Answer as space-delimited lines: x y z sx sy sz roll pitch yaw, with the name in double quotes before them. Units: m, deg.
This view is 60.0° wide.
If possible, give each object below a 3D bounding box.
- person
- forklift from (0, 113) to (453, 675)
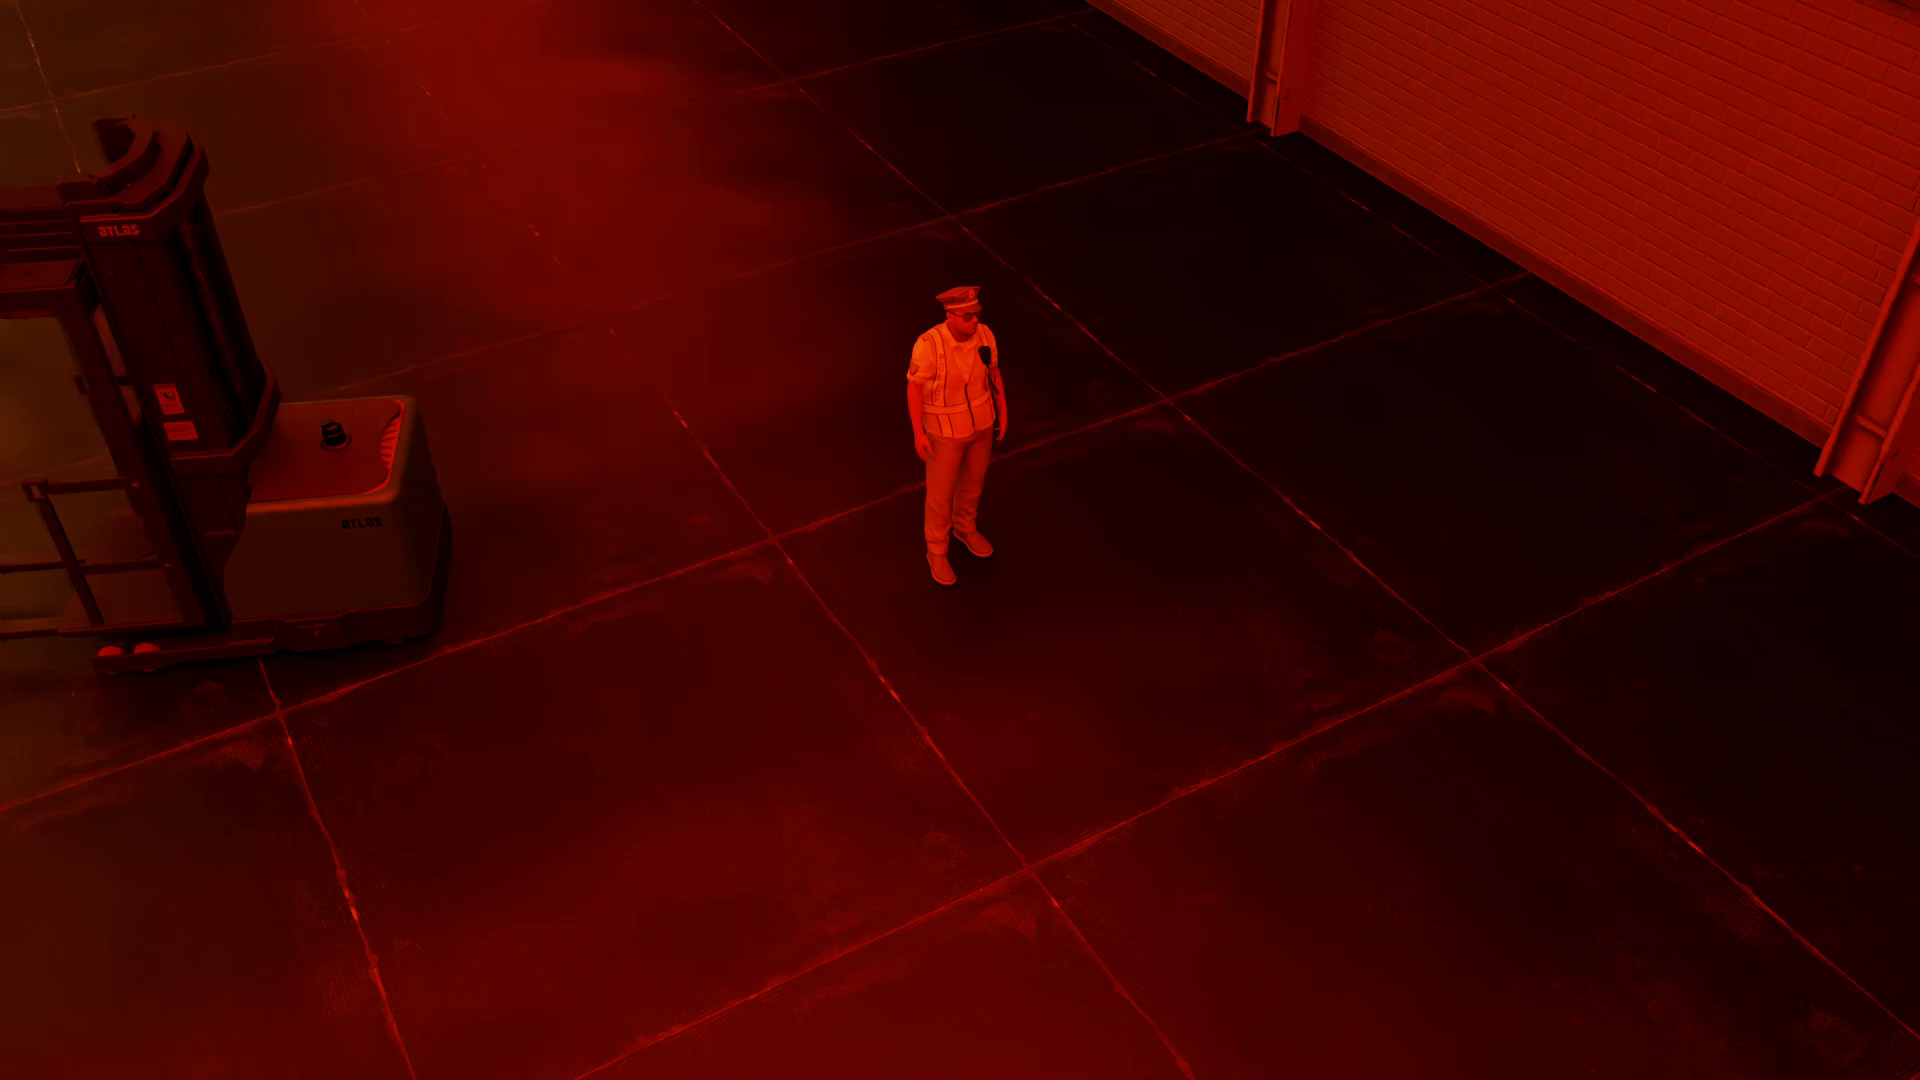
"person" 0.028 -0.645 9.702 0.640 1.781 0.575 -20 44 -23
"forklift" -4.580 -0.726 8.911 3.031 2.935 1.130 -5 40 -6
